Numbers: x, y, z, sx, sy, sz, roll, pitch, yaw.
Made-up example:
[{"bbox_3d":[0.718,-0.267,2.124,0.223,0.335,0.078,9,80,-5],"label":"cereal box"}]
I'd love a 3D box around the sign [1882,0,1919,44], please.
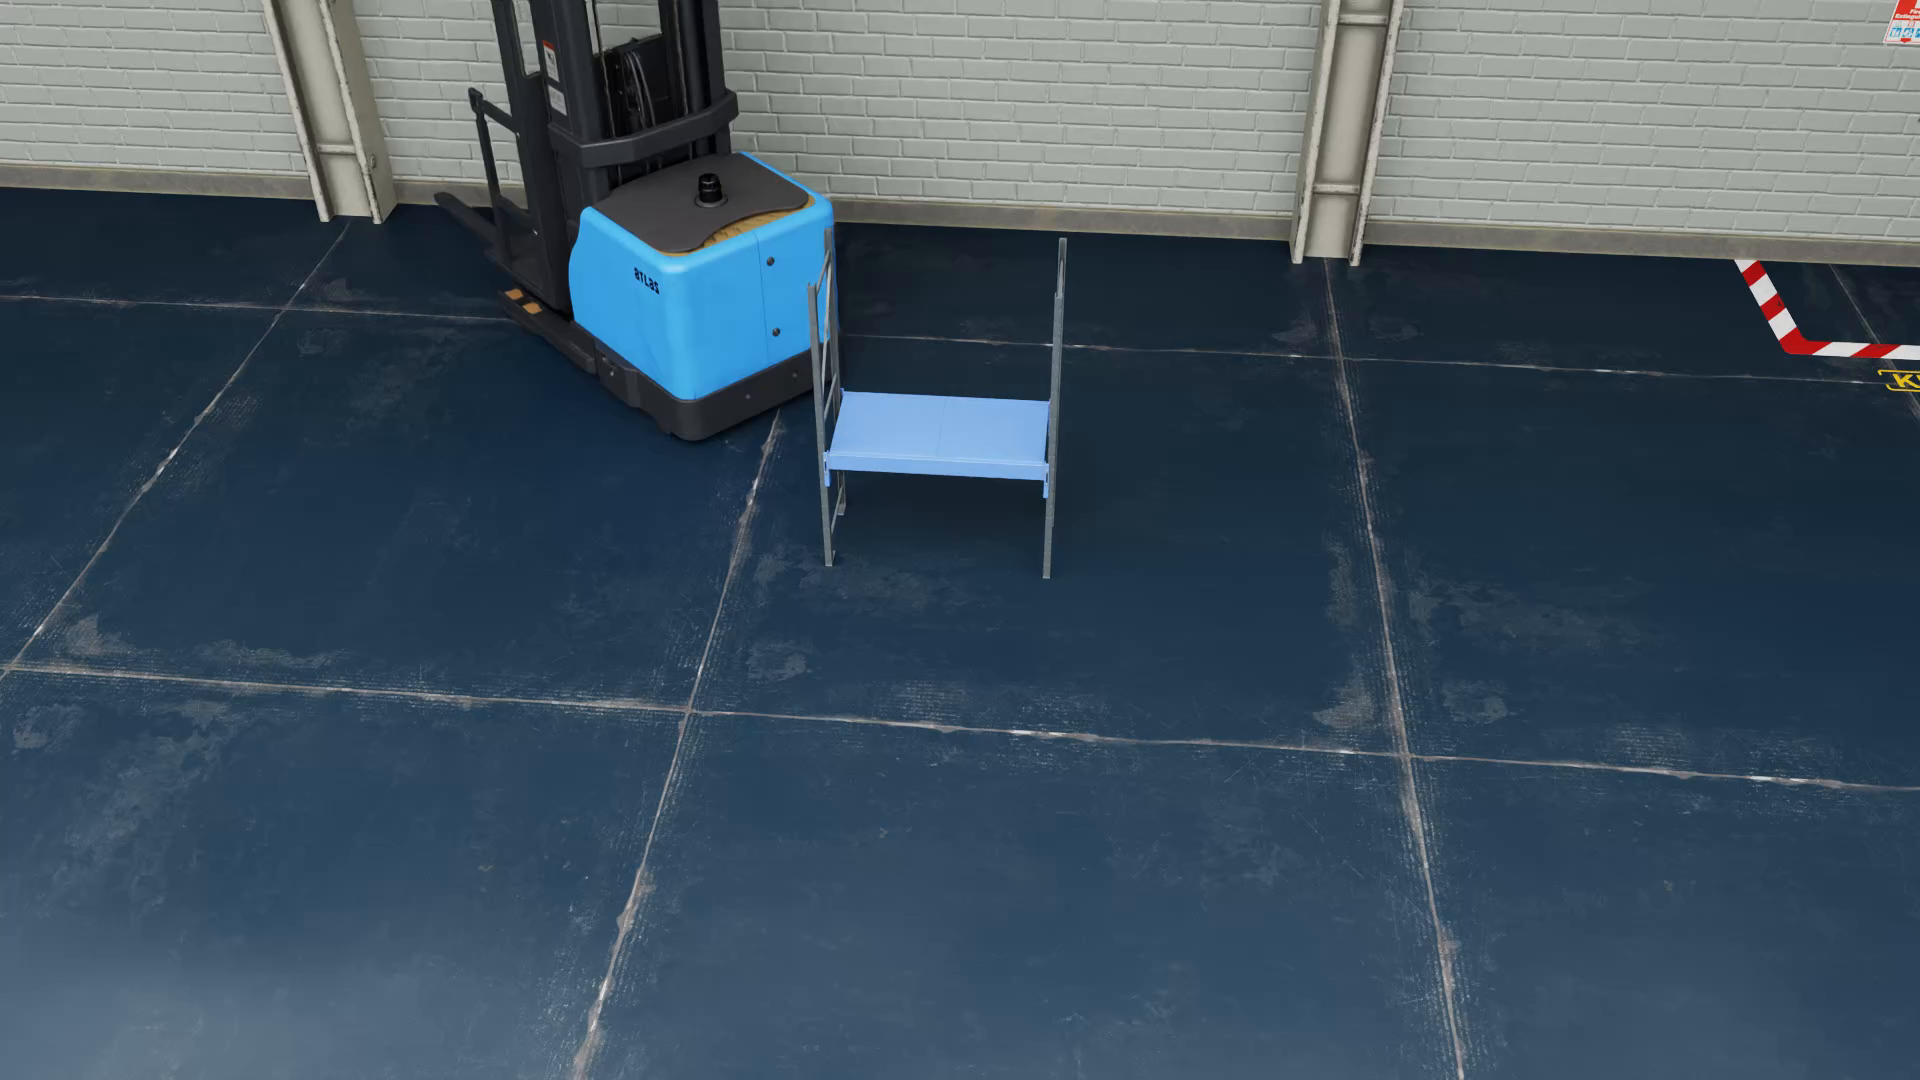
[{"bbox_3d":[5.178,-2.849,9.016,0.234,0.329,0.001,3,39,4],"label":"sign"}]

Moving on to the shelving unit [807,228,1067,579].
[{"bbox_3d":[-0.085,-0.586,7.453,1.048,1.500,0.538,3,39,4],"label":"shelving unit"}]

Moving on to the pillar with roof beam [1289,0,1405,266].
[{"bbox_3d":[1.830,-2.528,3.897,0.400,9.000,9.100,3,39,4],"label":"pillar with roof beam"}]

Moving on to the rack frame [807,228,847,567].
[{"bbox_3d":[-0.591,-0.614,7.487,0.032,1.500,0.500,3,39,4],"label":"rack frame"}]

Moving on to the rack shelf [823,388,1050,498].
[{"bbox_3d":[-0.085,-0.447,7.566,1.000,0.185,0.538,3,39,4],"label":"rack shelf"}]

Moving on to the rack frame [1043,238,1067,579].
[{"bbox_3d":[0.421,-0.559,7.419,0.032,1.500,0.500,3,39,4],"label":"rack frame"}]

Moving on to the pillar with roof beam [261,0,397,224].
[{"bbox_3d":[-4.148,-2.854,4.299,0.400,9.000,9.100,3,39,4],"label":"pillar with roof beam"}]

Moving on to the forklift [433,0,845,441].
[{"bbox_3d":[-1.969,-2.493,8.661,1.130,2.935,3.031,-29,47,-31],"label":"forklift"}]
